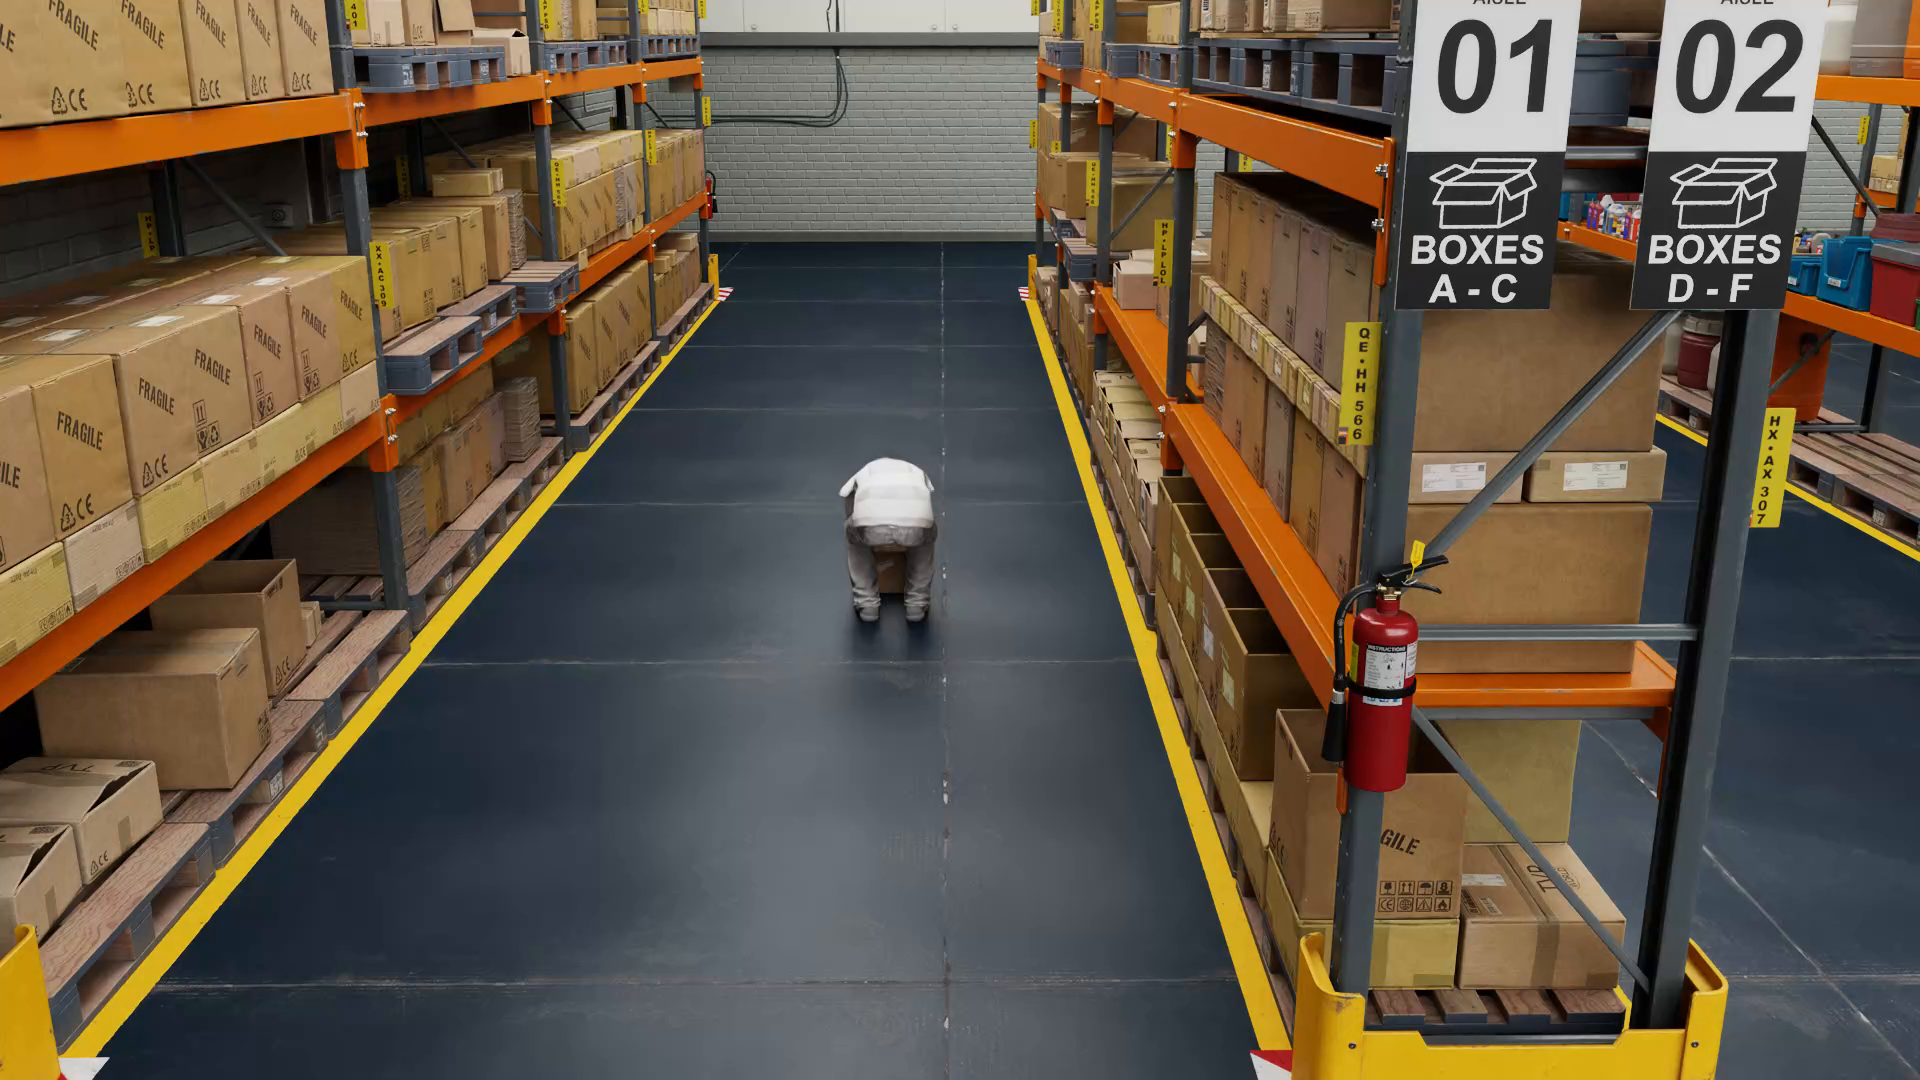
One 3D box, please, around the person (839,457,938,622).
[{"bbox_3d":[-0.398,-0.023,9.268,0.545,0.845,0.992,-1,17,-2],"label":"person"}]
